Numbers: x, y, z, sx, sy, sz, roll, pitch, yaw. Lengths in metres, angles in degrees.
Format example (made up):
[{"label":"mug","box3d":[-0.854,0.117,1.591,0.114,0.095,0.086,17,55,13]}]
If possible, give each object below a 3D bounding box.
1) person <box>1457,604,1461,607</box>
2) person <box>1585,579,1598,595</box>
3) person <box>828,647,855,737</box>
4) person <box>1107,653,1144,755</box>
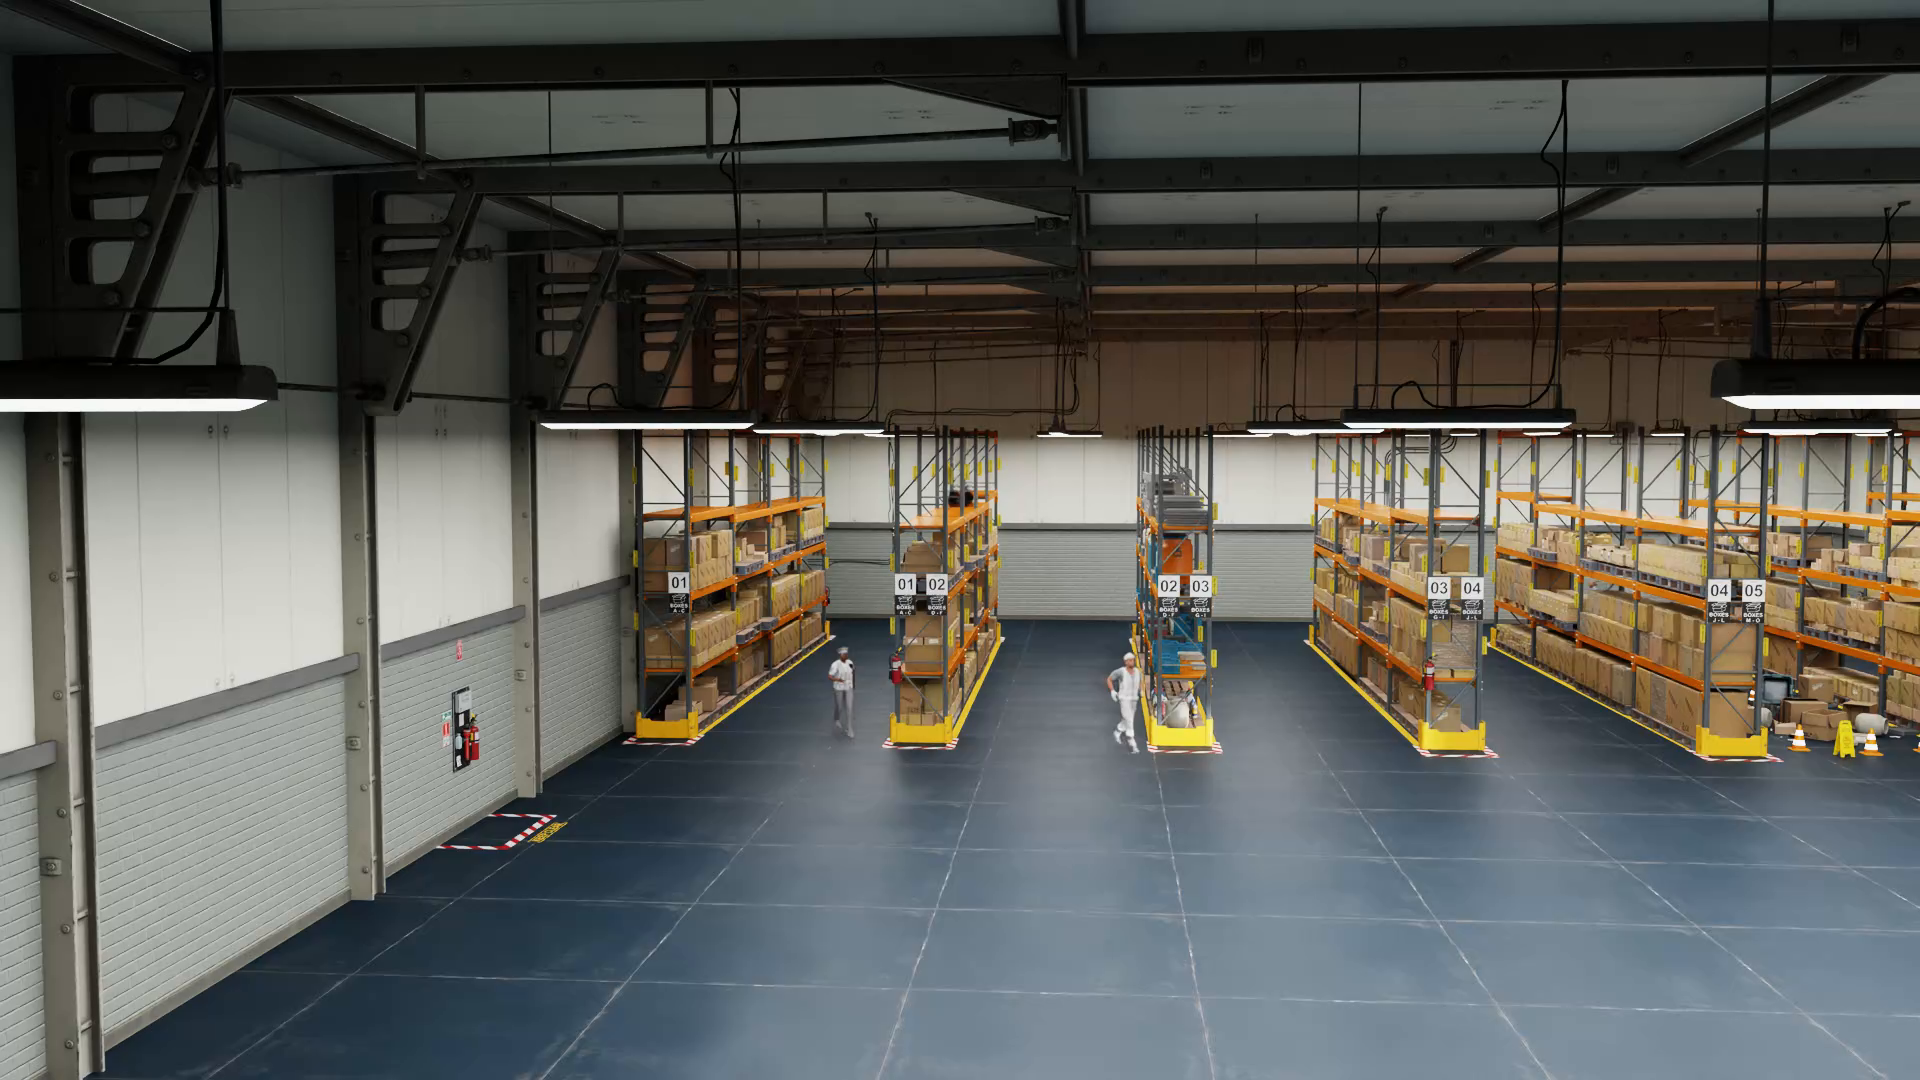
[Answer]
[{"label":"person","box3d":[13.380,2.253,43.967,0.679,1.695,0.904,0,3,2]},{"label":"person","box3d":[18.442,1.995,48.505,0.750,1.693,0.582,-1,4,-16]},{"label":"person","box3d":[-2.280,2.918,32.342,0.584,1.702,0.936,-1,4,-18]},{"label":"person","box3d":[3.103,2.981,30.711,0.673,1.811,0.945,-2,4,-31]}]
